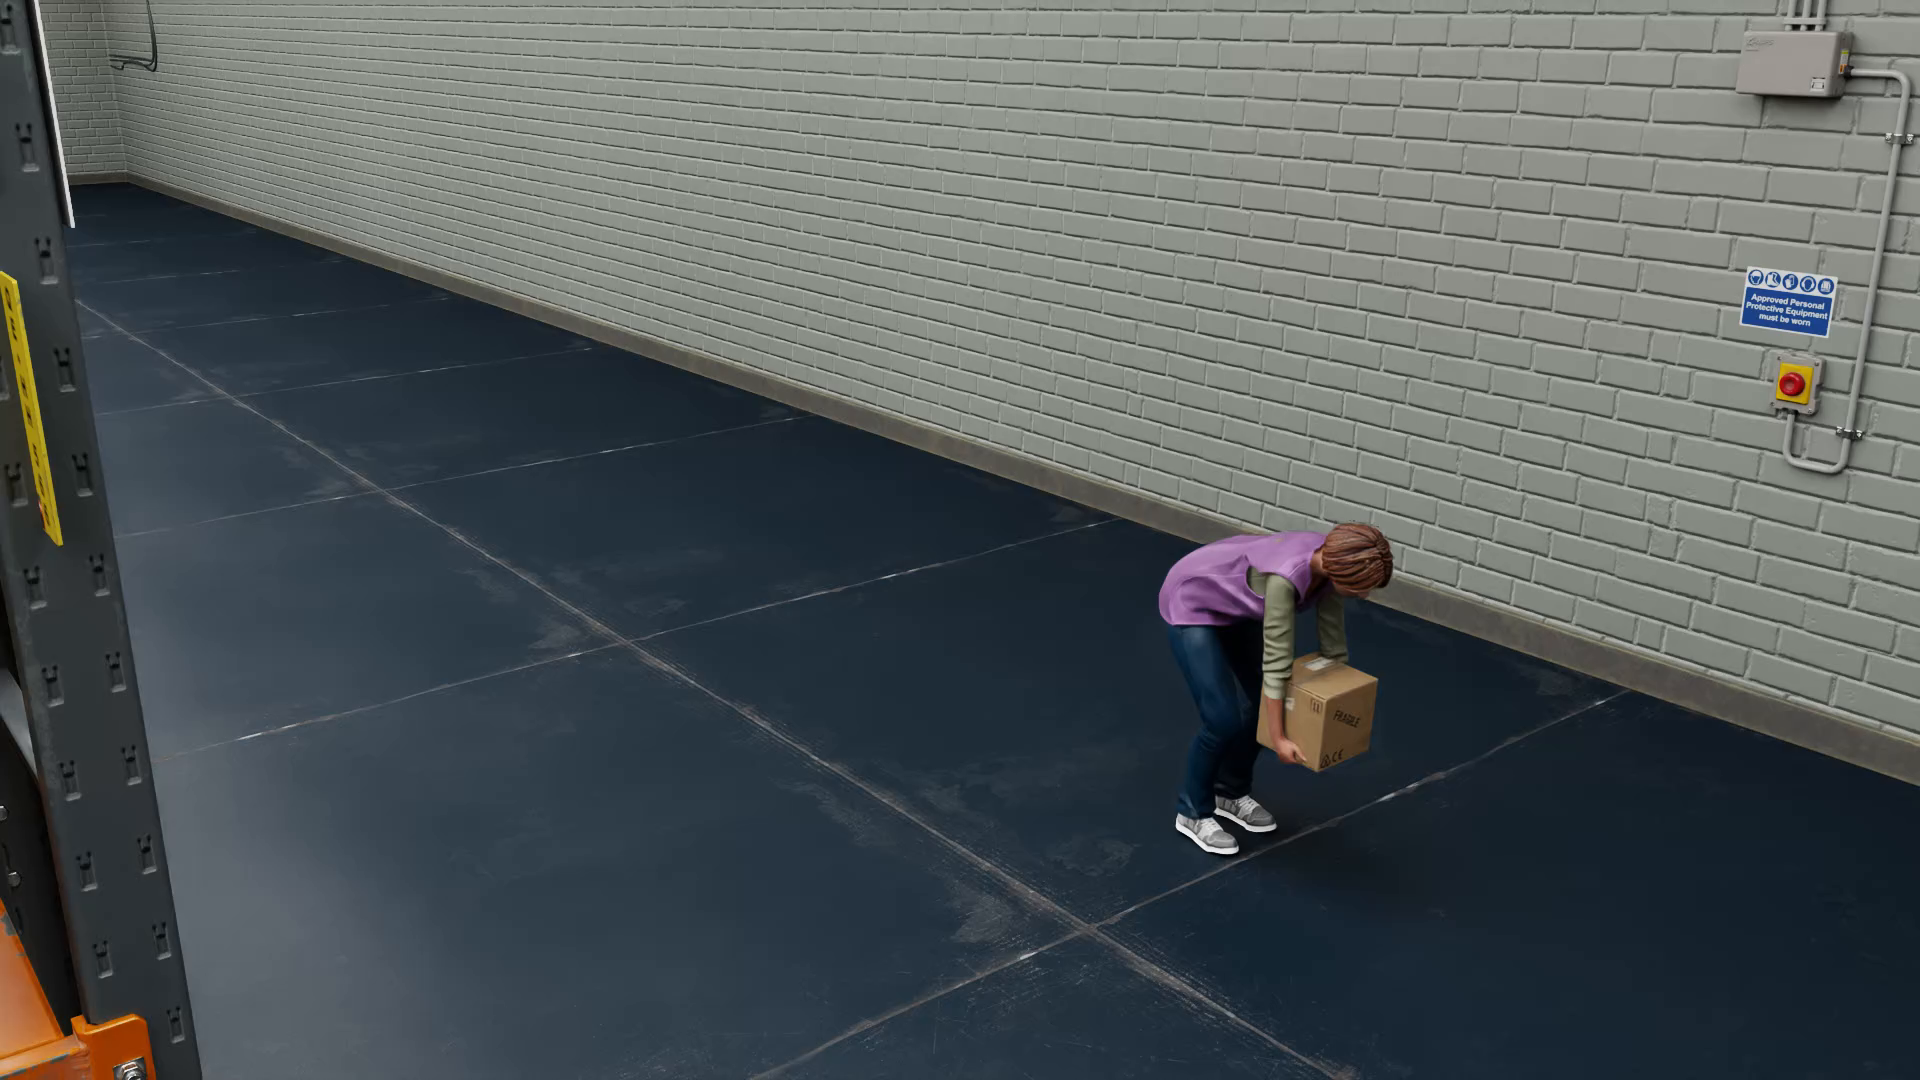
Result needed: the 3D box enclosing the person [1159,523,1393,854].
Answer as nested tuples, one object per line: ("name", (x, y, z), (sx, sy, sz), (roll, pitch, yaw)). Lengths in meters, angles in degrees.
("person", (0.988, 0.460, 5.320), (0.388, 1.188, 0.820), (-15, 23, -38))
